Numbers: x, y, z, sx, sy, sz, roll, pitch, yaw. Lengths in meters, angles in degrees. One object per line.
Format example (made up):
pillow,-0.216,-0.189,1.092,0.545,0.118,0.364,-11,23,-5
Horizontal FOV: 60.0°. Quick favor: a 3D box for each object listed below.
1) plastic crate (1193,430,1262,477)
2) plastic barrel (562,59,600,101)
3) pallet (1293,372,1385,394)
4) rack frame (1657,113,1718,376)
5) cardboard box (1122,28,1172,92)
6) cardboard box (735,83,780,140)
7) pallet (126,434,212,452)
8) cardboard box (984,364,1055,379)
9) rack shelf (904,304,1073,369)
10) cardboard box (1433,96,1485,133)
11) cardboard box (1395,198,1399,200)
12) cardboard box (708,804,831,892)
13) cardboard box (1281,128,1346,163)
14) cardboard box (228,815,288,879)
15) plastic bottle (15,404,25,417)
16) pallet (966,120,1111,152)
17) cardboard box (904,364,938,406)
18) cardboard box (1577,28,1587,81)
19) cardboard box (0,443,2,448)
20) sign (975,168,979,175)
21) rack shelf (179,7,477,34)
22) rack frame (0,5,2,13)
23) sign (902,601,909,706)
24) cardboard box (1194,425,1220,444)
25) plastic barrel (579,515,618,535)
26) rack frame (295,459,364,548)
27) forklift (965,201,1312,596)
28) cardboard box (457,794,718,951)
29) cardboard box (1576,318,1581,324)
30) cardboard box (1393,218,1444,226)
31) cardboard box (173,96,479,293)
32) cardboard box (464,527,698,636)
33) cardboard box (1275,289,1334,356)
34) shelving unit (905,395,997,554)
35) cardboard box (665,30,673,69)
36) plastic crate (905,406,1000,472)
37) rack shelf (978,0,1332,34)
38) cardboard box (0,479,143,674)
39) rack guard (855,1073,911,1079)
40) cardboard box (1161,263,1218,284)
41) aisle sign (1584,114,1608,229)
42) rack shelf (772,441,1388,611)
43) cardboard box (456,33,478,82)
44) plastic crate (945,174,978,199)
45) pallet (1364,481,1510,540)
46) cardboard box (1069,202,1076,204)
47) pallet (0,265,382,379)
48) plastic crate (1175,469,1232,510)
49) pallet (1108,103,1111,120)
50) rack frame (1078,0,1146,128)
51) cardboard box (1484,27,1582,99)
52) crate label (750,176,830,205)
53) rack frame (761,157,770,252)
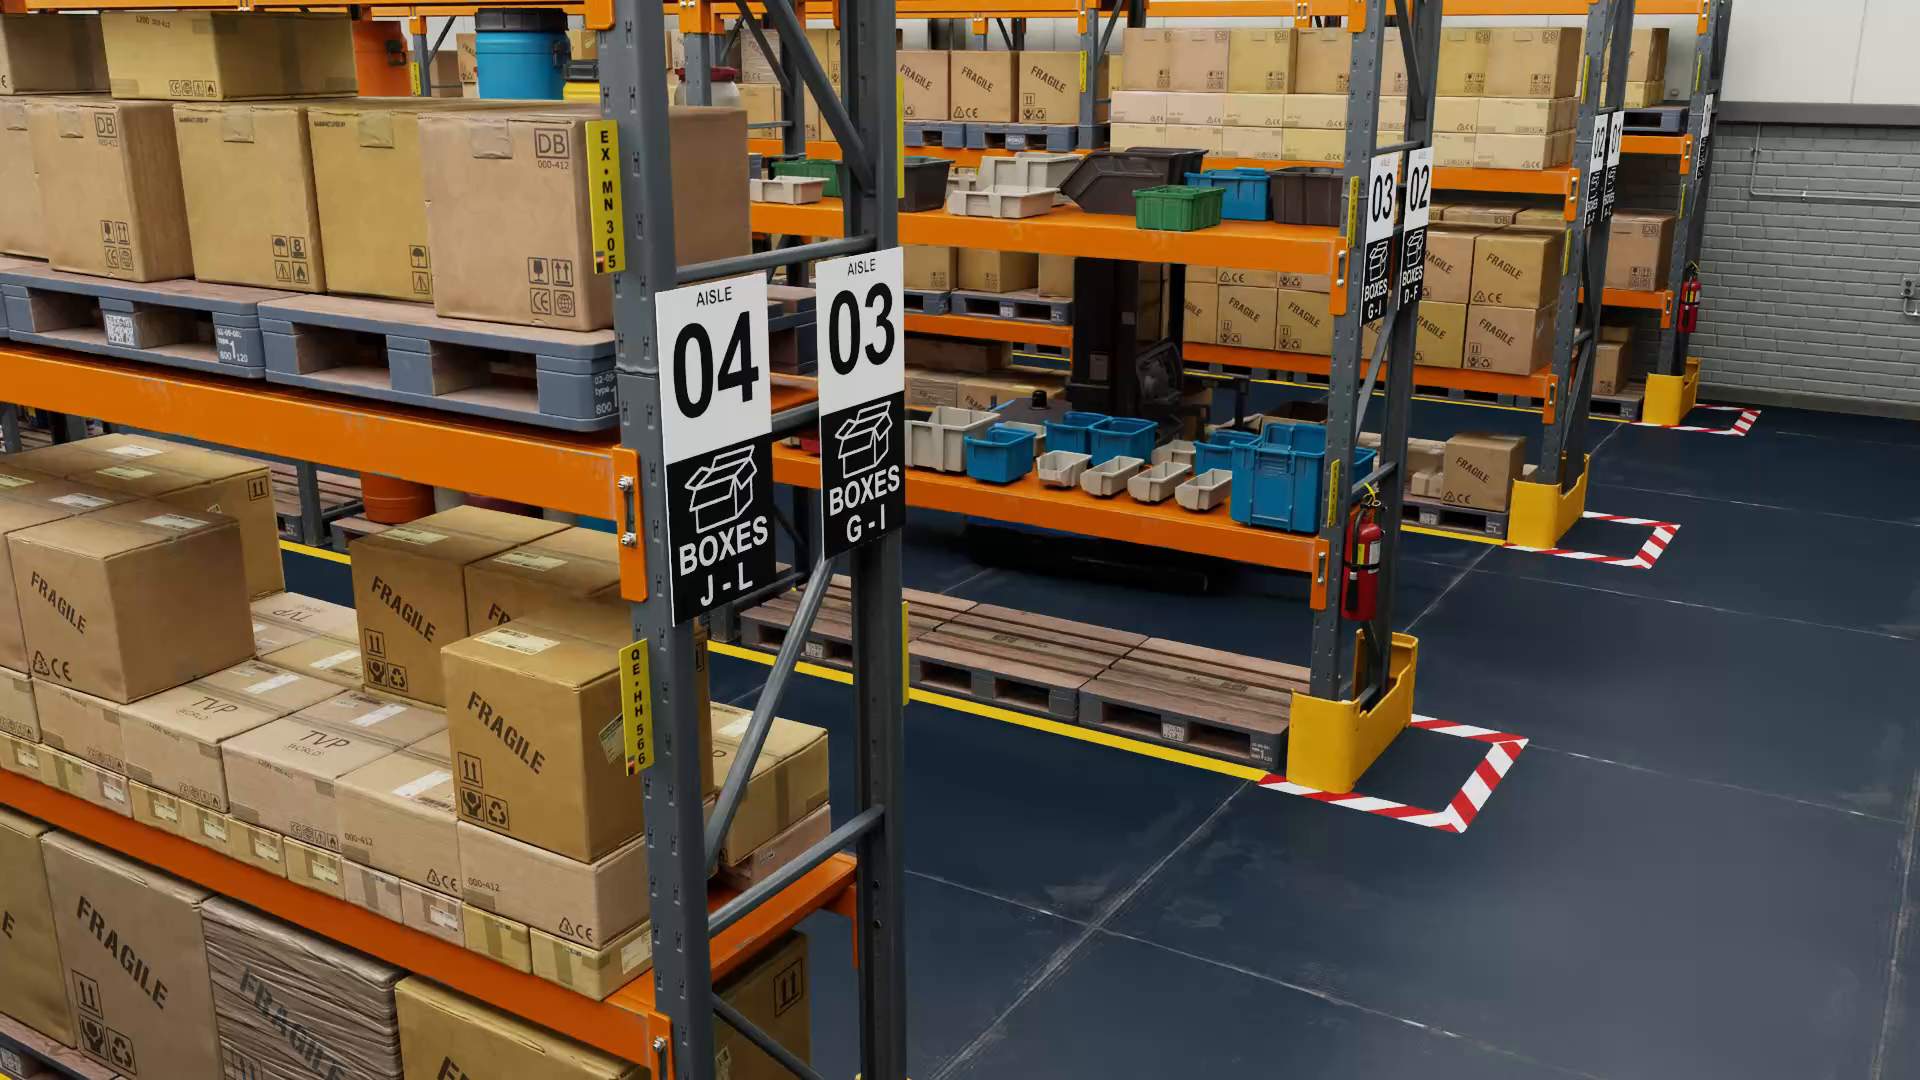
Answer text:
plastic crate,1.515,-0.457,9.409,0.300,0.233,0.416,10,20,30
plastic barrel,-2.178,-2.712,10.442,0.600,0.588,0.600,0,17,0
pallet,4.498,-1.882,18.713,1.213,0.211,1.003,10,20,30
rack frame,7.299,-2.743,16.749,0.127,3.000,1.000,10,20,30
cardboard box,1.736,-4.021,13.903,0.500,0.500,0.700,10,20,30
cardboard box,-1.718,-4.157,16.073,0.500,0.500,0.910,10,20,30
pallet,-7.422,-0.670,14.724,1.213,0.211,1.003,10,20,30
cardboard box,0.556,-1.350,15.710,0.500,0.500,0.500,10,20,31
rack shelf,-0.403,-2.084,15.817,4.000,0.370,1.077,10,20,30
cardboard box,3.712,-3.209,12.521,0.500,0.250,0.500,10,20,30
cardboard box,4.344,-3.408,18.424,0.700,0.700,0.980,10,20,31
cardboard box,-0.608,0.922,5.117,0.250,0.149,0.380,10,20,31
cardboard box,2.863,-3.123,13.099,0.500,0.250,0.500,10,20,30
cardboard box,-2.046,0.891,5.219,0.250,0.149,0.380,10,20,30
plastic bottle,-9.105,-1.376,16.052,0.185,0.351,0.144,10,20,30
pallet,0.782,-3.586,14.687,1.003,0.211,1.213,10,20,30
cardboard box,-0.548,-1.373,15.783,0.500,0.500,0.500,9,19,28
cardboard box,6.112,-4.836,16.554,0.500,0.500,0.500,11,20,32
cardboard box,-4.435,-0.294,6.789,0.637,0.503,0.797,10,19,29
sign,0.206,-4.340,20.151,0.005,0.325,0.100,10,20,30
rack shelf,-7.220,-5.980,19.010,4.000,0.370,1.077,10,20,30
rack frame,-3.886,-2.541,5.764,0.127,3.000,1.000,10,20,30
sign,-0.182,0.349,4.945,0.005,0.325,0.100,10,20,30
cardboard box,2.286,-0.911,14.869,0.250,0.149,0.380,10,20,30
plastic barrel,-2.352,-0.289,11.559,0.708,0.901,0.600,10,20,30
rack frame,-4.703,-1.506,12.678,0.127,3.000,1.000,10,20,30
forklift,1.599,-1.187,11.745,3.031,2.935,1.130,8,19,24
cardboard box,-1.030,0.859,4.638,0.500,0.250,0.500,10,19,29
cardboard box,6.429,-2.247,17.580,0.250,0.149,0.380,10,20,30
cardboard box,3.597,-2.329,13.496,0.500,0.500,0.500,10,20,31
cardboard box,-1.831,-1.042,4.923,0.500,0.500,0.700,9,19,26
cardboard box,-1.172,0.292,5.214,0.500,0.500,0.500,10,19,29
cardboard box,2.890,-1.796,13.460,0.500,0.500,0.500,10,19,29
shelving unit,-0.300,-0.560,12.789,1.048,1.125,0.538,8,19,24
cardboard box,-3.970,-6.629,22.457,0.500,0.500,0.500,11,20,33
plastic crate,-0.089,-0.592,9.768,0.530,0.282,0.437,10,20,30
rack shelf,2.186,-5.990,19.044,4.000,0.370,1.077,10,20,30
cardboard box,-3.196,0.113,5.805,0.500,0.500,0.500,10,20,30
rack guard,-0.457,2.137,4.985,0.348,0.500,1.175,10,20,30
cardboard box,1.995,-2.430,13.828,0.500,0.500,0.500,9,19,28
aisle sign,4.608,-2.673,12.047,0.004,0.787,0.394,10,20,30
rack shelf,0.410,-0.249,9.778,4.000,0.370,1.077,10,20,30
cardboard box,-5.011,-5.160,17.792,0.500,0.500,0.500,10,20,31
plastic crate,-0.011,-2.107,9.950,0.466,0.136,0.293,10,20,30
pallet,3.965,-0.313,13.550,1.213,0.211,1.003,10,20,30
cardboard box,1.626,-3.864,19.723,0.500,0.500,0.500,10,20,30
pallet,-2.159,-0.751,5.183,1.213,0.211,1.003,10,20,30
plastic crate,1.325,-0.271,8.962,0.243,0.136,0.396,10,20,30
pallet,2.013,-5.050,19.510,1.213,0.211,1.003,11,20,33
rack frame,1.301,-4.994,13.839,0.127,3.000,1.000,10,20,30
cardboard box,4.263,-3.551,12.357,0.500,0.500,0.700,10,20,30
crate label,-1.028,-2.060,9.796,0.466,0.136,0.293,10,20,30
rack frame,-2.926,-4.568,22.758,0.127,3.000,1.000,10,20,30
